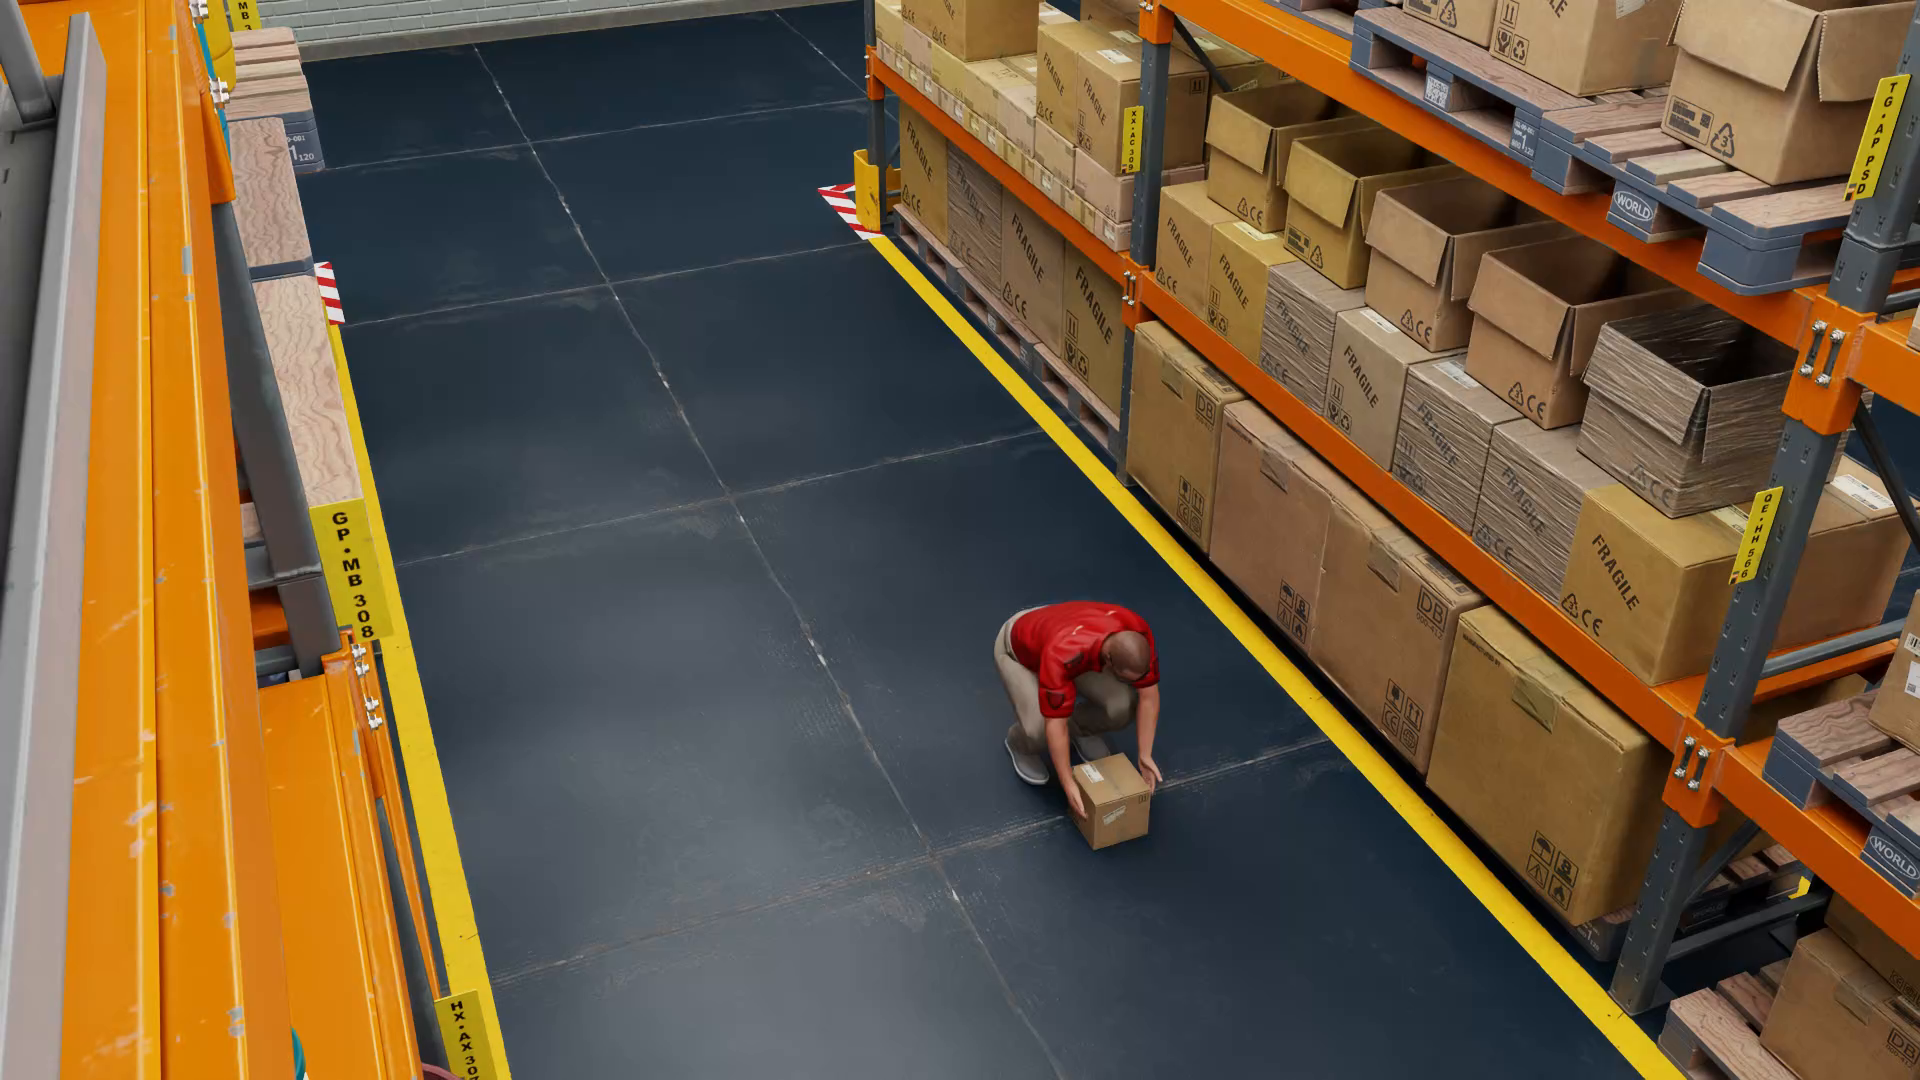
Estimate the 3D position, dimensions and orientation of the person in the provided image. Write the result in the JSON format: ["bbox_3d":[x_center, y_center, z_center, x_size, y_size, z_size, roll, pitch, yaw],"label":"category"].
[{"bbox_3d":[0.498,0.607,6.946,0.568,0.949,0.873,-13,35,-19],"label":"person"}]
